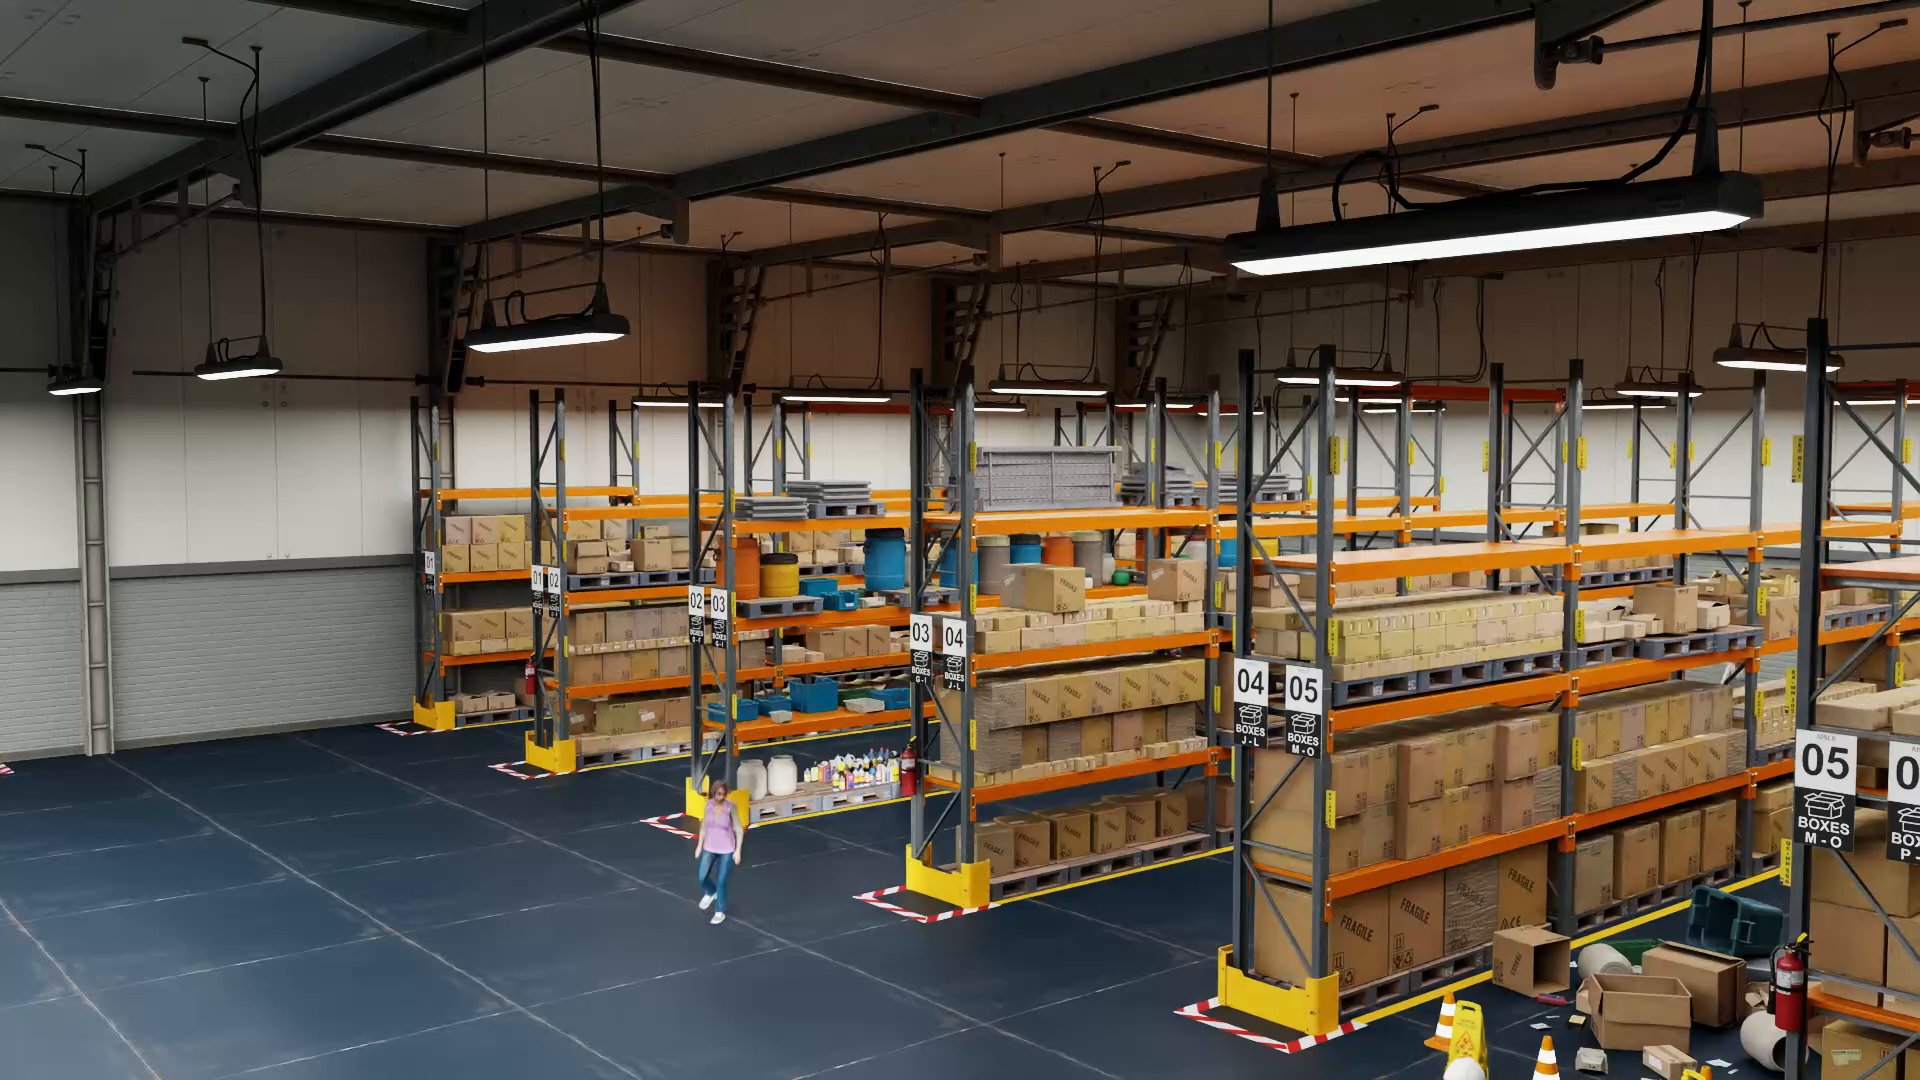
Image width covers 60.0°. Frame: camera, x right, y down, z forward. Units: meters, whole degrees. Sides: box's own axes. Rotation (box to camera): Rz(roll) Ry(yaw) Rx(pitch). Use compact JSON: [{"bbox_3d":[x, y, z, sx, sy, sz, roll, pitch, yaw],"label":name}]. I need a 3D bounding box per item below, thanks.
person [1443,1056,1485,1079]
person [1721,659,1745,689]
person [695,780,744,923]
[{"bbox_3d":[2.873,3.739,9.602,0.685,1.694,0.790,-3,5,-45],"label":"person"},{"bbox_3d":[13.477,2.792,28.788,0.524,1.327,0.678,2,4,32],"label":"person"},{"bbox_3d":[-2.568,3.328,17.823,0.570,1.562,0.547,0,3,8],"label":"person"}]
